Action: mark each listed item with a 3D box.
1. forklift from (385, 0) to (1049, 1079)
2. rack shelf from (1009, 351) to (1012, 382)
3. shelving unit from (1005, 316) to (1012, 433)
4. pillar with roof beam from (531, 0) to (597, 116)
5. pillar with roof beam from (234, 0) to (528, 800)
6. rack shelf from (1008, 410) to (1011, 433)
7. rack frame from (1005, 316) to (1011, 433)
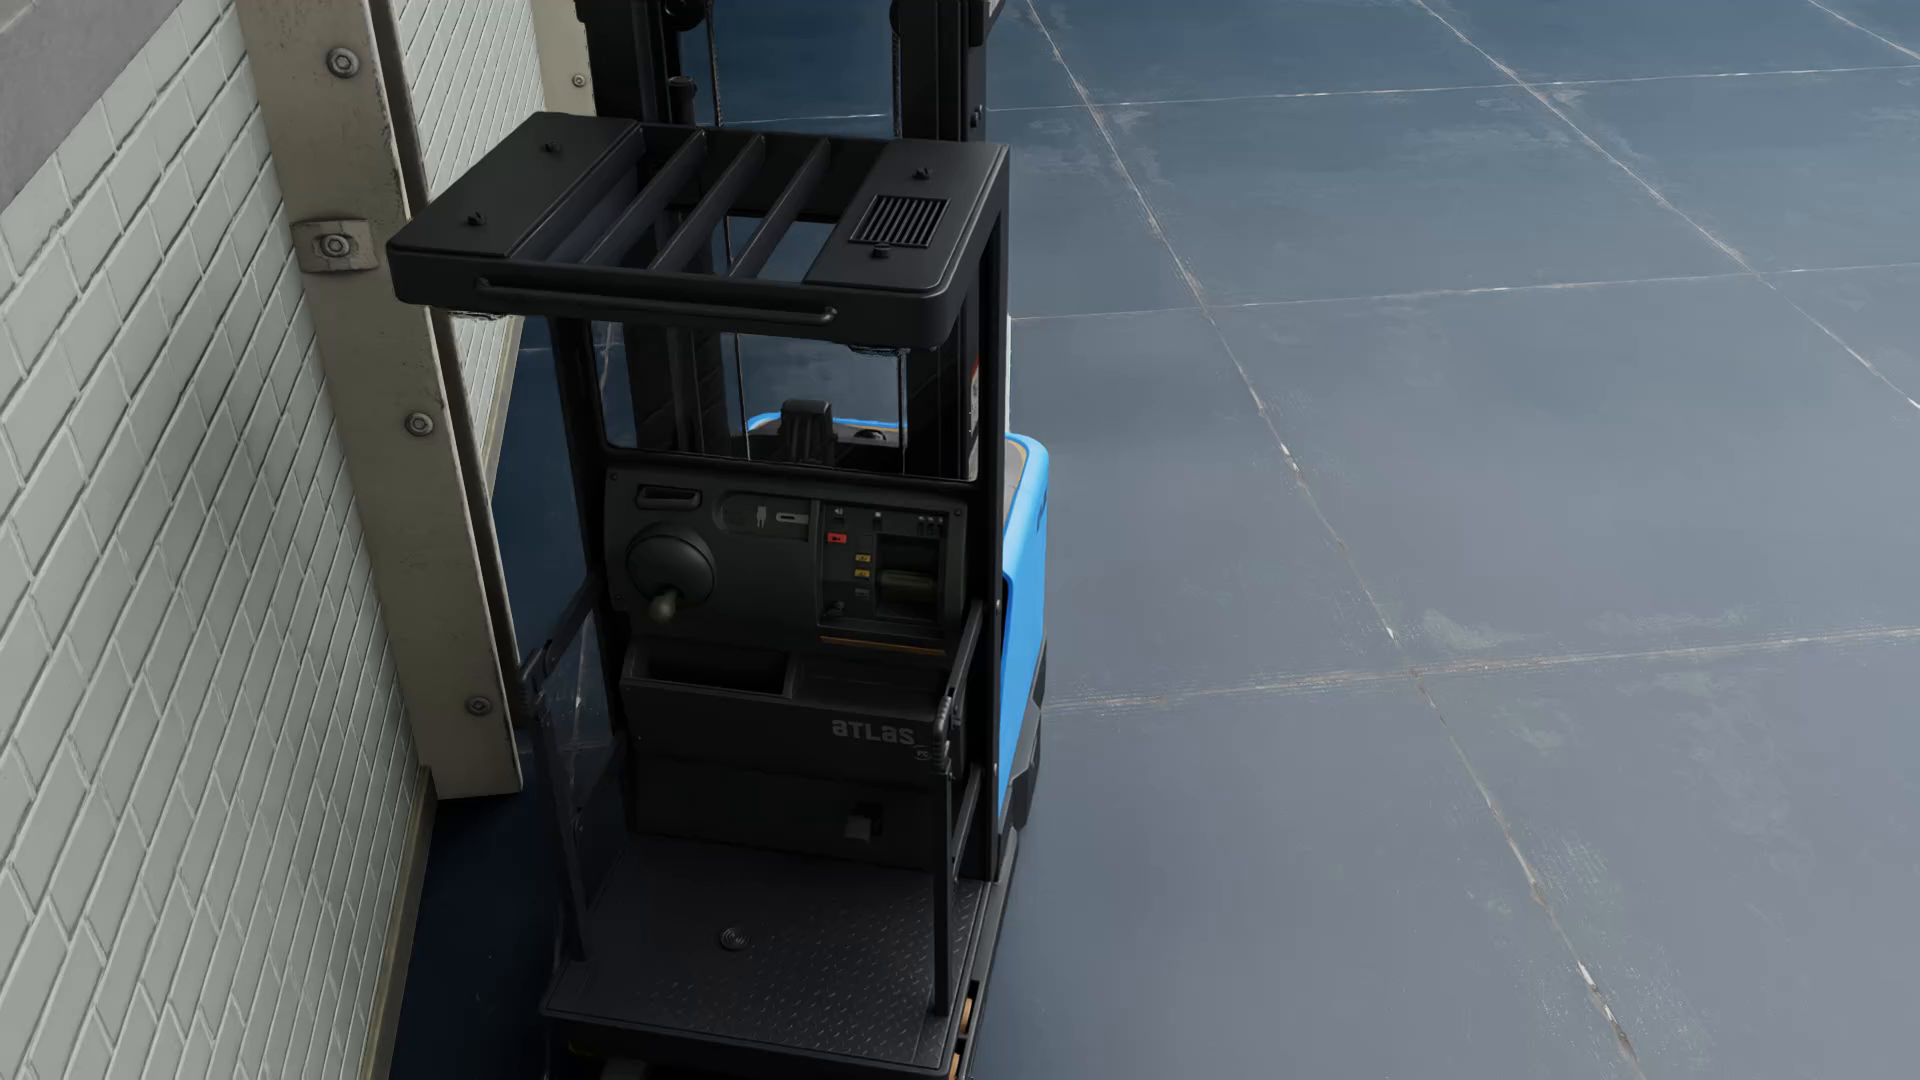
[{"bbox_3d":[-0.480,0.105,3.993,1.130,2.935,3.031,6,35,9],"label":"forklift"},{"bbox_3d":[0.022,-0.747,6.042,0.258,0.148,0.480,-4,35,-6],"label":"rack shelf"},{"bbox_3d":[0.022,-0.403,6.277,0.258,1.200,0.503,-4,35,-6],"label":"shelving unit"},{"bbox_3d":[1.824,-6.655,8.525,9.100,9.000,0.400,-4,35,-6],"label":"pillar with roof beam"},{"bbox_3d":[2.631,-3.307,3.612,9.100,9.000,0.400,-4,35,-6],"label":"pillar with roof beam"},{"bbox_3d":[0.022,-0.549,6.177,0.258,0.148,0.480,-4,35,-6],"label":"rack shelf"},{"bbox_3d":[0.055,-0.267,6.077,0.240,1.200,0.015,-4,35,-6],"label":"rack frame"}]
